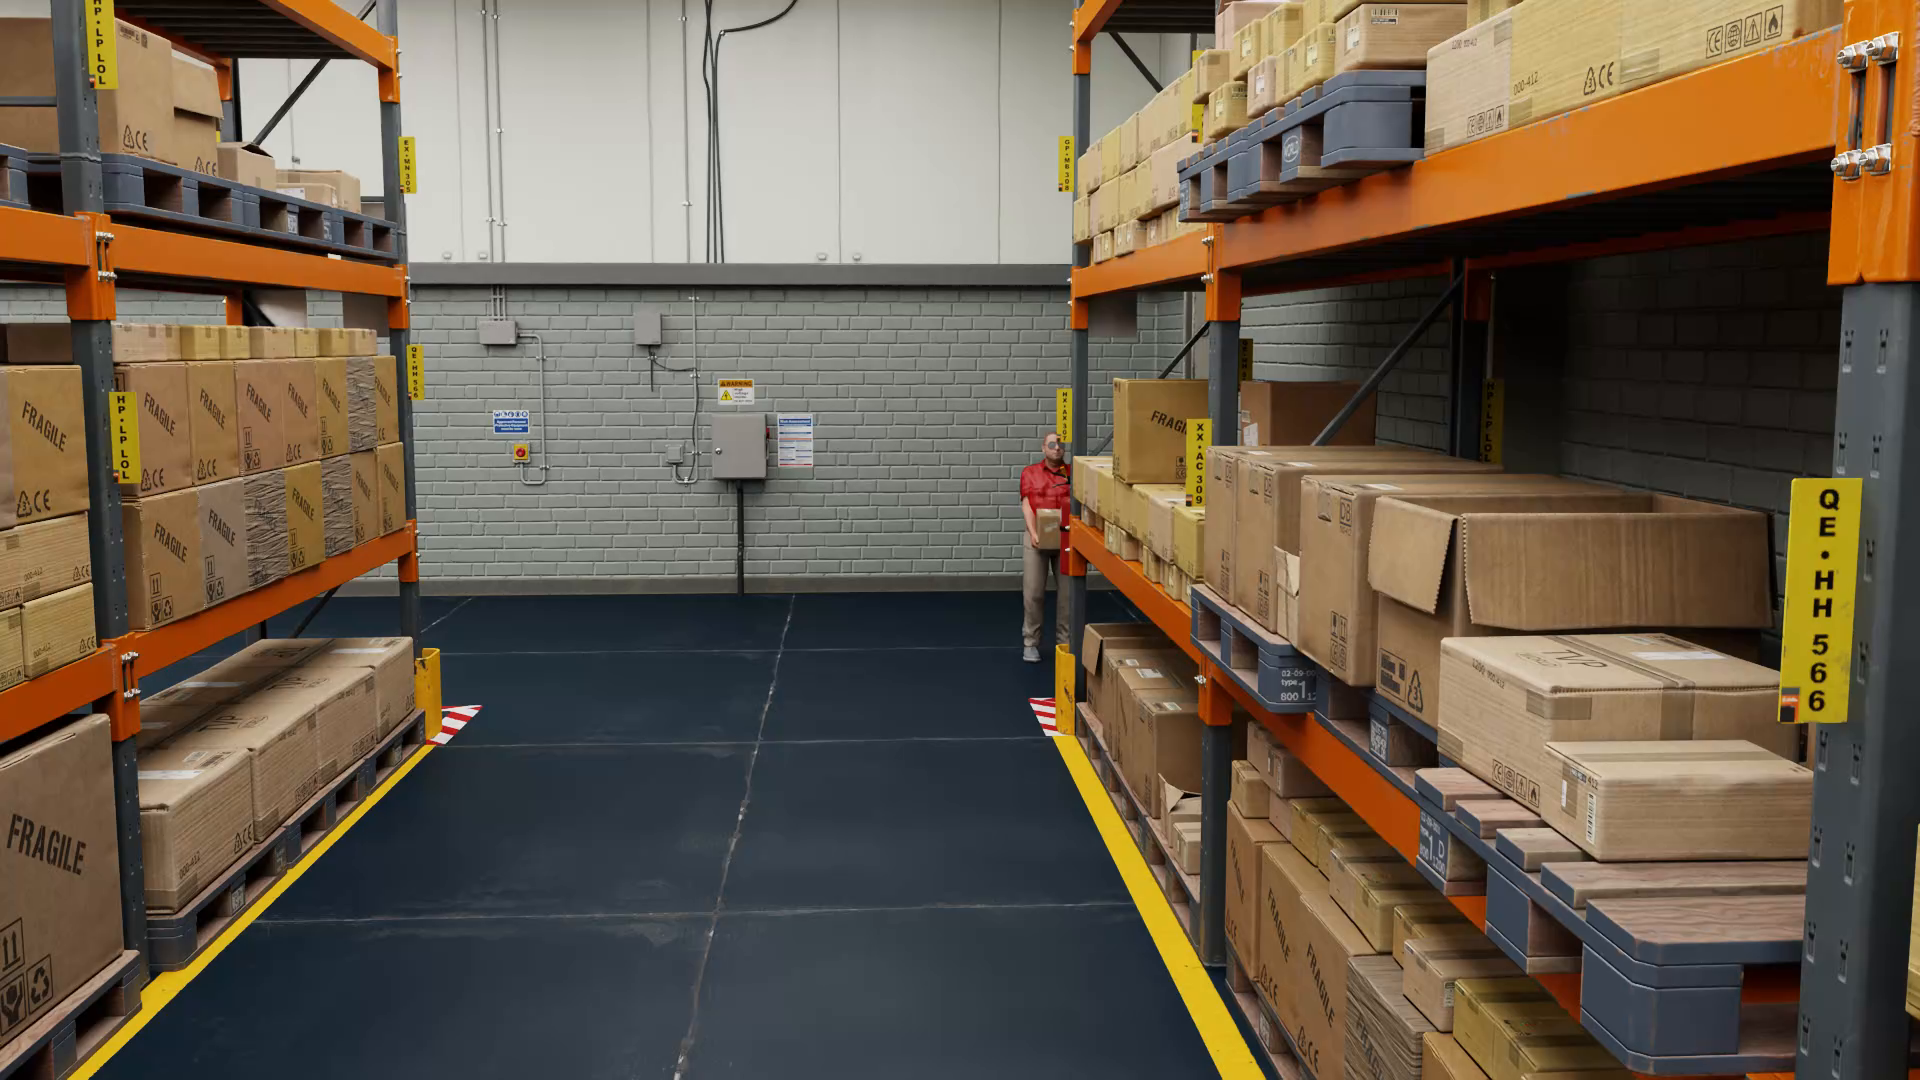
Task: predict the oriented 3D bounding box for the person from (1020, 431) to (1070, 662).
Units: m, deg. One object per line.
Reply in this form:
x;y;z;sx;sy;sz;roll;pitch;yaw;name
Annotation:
0.703;0.054;12.407;0.494;1.713;0.538;0;7;-3;person
